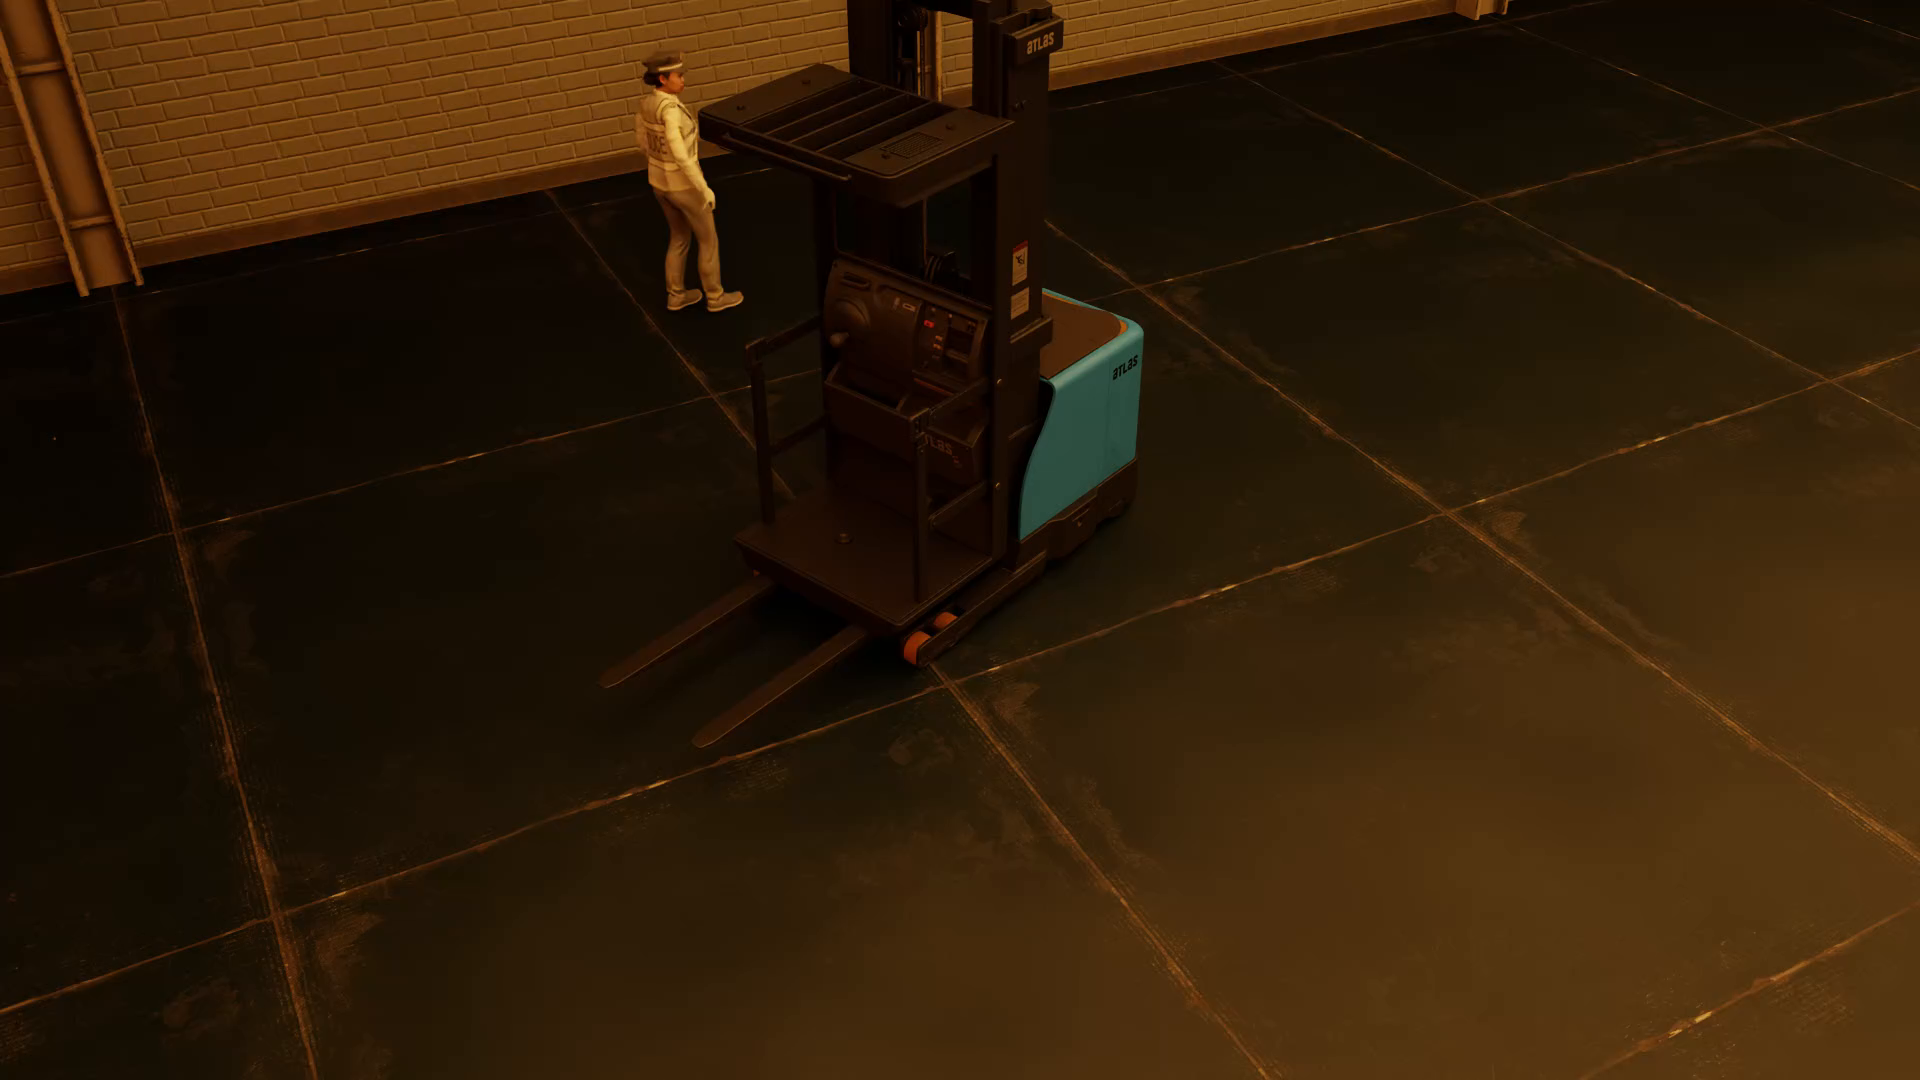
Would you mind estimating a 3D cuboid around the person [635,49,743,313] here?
[{"bbox_3d":[-1.697,-2.231,10.374,0.475,1.670,0.668,-28,44,-34],"label":"person"}]

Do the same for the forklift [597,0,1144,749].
[{"bbox_3d":[-0.390,-0.927,7.434,1.130,2.935,3.031,26,43,31],"label":"forklift"}]
